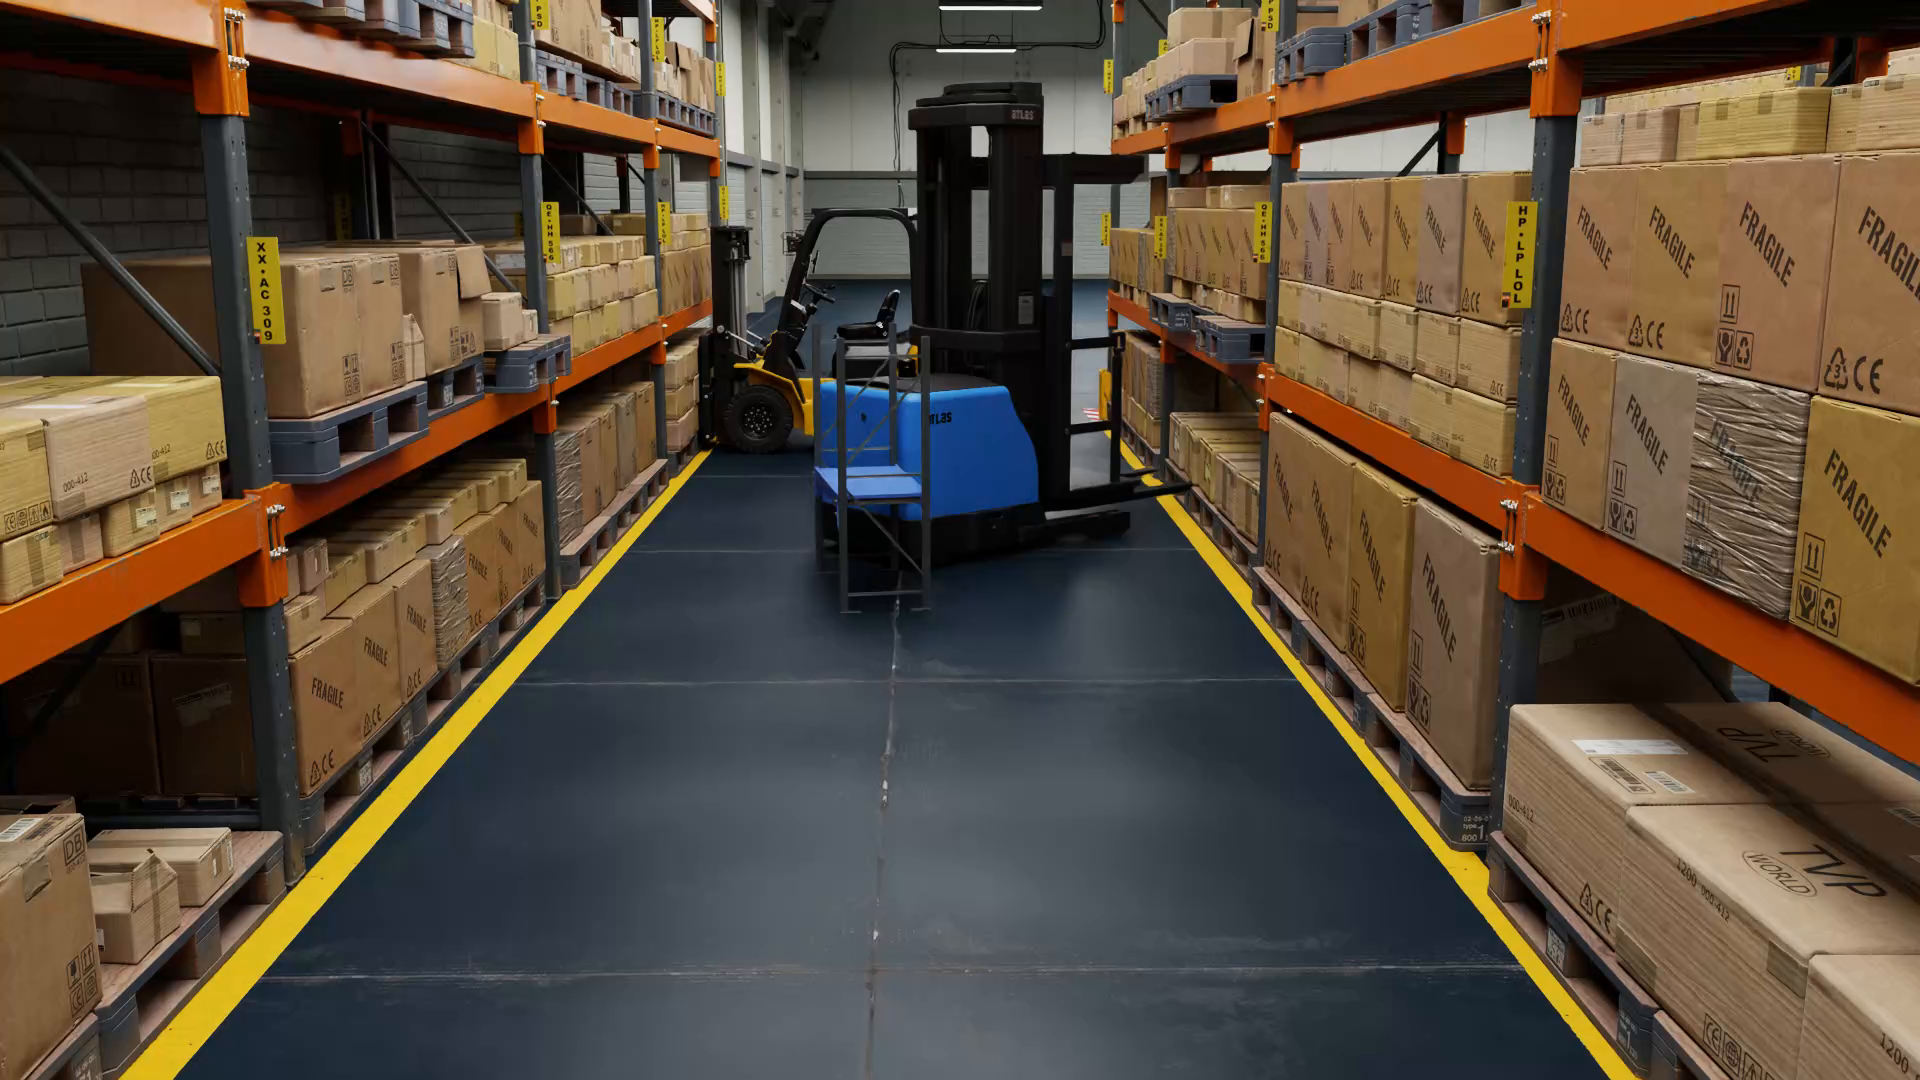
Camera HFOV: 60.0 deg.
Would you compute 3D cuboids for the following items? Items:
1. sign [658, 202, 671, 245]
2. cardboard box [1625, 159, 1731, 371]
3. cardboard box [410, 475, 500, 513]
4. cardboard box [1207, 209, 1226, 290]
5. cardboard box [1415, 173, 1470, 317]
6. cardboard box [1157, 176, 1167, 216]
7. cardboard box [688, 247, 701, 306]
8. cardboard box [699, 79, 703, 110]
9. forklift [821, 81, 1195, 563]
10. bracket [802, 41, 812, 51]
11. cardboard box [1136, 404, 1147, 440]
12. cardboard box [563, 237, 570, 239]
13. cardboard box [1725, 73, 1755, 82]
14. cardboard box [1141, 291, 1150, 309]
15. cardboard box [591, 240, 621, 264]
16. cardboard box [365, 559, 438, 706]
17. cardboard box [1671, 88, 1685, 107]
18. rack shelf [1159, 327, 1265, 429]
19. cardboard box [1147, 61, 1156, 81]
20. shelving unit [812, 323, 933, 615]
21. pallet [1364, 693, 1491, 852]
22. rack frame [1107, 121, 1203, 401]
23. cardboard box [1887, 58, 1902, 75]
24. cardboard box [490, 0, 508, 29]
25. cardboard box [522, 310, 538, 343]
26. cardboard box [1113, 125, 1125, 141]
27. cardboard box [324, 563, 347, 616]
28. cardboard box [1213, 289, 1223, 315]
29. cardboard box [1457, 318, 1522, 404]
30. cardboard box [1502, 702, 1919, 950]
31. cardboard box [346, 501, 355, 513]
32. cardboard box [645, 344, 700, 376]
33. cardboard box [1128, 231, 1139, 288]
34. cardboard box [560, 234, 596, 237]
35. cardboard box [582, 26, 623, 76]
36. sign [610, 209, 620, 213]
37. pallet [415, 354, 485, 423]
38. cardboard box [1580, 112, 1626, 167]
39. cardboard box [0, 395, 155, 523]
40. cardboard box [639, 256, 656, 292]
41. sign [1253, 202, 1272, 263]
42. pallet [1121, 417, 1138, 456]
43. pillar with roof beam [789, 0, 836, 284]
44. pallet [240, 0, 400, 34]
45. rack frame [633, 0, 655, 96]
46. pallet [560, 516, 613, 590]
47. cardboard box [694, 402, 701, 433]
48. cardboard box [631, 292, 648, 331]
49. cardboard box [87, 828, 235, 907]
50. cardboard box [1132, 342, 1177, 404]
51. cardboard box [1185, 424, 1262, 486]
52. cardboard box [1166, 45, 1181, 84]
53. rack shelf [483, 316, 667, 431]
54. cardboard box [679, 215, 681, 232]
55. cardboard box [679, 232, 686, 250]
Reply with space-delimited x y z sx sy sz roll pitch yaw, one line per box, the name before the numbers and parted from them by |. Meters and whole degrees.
sign | -2.304 -2.462 12.936 0.100 0.325 0.005 0 11 -1
cardboard box | 2.054 -0.703 4.213 0.500 0.500 0.500 0 11 -2
cardboard box | -2.502 -0.229 8.241 0.380 0.149 0.250 -1 11 -3
cardboard box | 1.878 -1.848 10.567 0.500 0.500 0.500 -1 12 -5
cardboard box | 2.003 -1.089 6.119 0.500 0.500 0.500 0 11 0
cardboard box | 2.266 -3.229 15.915 0.700 0.500 0.500 0 11 -1
cardboard box | -2.622 -2.371 14.953 0.500 0.500 0.500 0 11 -1
cardboard box | -2.603 -4.169 15.551 0.396 0.266 0.258 0 11 -1
forklift | 0.521 -1.514 11.148 3.031 2.935 1.130 -10 15 -39
bracket | -4.072 -13.169 44.283 0.235 0.232 0.430 0 11 -1
cardboard box | 1.814 -1.031 14.454 0.500 0.250 0.500 -1 11 -3
cardboard box | -3.100 -2.172 12.336 0.380 0.149 0.250 -1 11 -3
cardboard box | 6.786 -3.985 13.934 0.500 0.250 0.500 0 11 -1
cardboard box | 1.781 -2.092 14.456 0.380 0.149 0.250 0 11 -2
cardboard box | -2.478 -1.923 11.109 0.380 0.149 0.250 -1 11 -3
cardboard box | -2.493 0.378 6.880 0.500 0.500 0.500 -1 11 -3
cardboard box | 6.699 -4.016 15.092 0.380 0.149 0.250 0 11 -1
rack shelf | 2.158 -1.200 11.239 1.077 0.370 4.000 0 11 -1
cardboard box | 1.757 -3.904 13.842 0.380 0.149 0.250 0 11 1
shelving unit | -0.516 -0.441 9.462 0.538 1.500 1.048 -2 12 -12
pallet | 2.190 0.854 6.320 1.003 0.211 1.213 0 11 -1
rack frame | 2.034 -2.745 17.046 1.000 3.000 0.127 0 11 -1
cardboard box | 6.837 -3.385 11.980 0.250 0.149 0.380 0 11 -1
cardboard box | -2.515 -2.656 8.438 0.380 0.149 0.250 0 11 0
cardboard box | -2.366 -1.088 8.451 0.380 0.149 0.250 0 11 0
cardboard box | 1.716 -4.025 16.442 0.380 0.149 0.250 0 11 -1
cardboard box | -2.522 0.185 6.205 0.380 0.149 0.250 -1 11 -4
cardboard box | 1.812 -1.509 10.531 0.380 0.149 0.250 0 11 0
cardboard box | 2.030 -0.618 5.681 0.500 0.250 0.500 0 11 -1
cardboard box | 2.187 0.815 4.884 0.875 0.438 0.875 0 11 -2
cardboard box | -3.034 -0.119 7.703 0.380 0.149 0.250 0 11 -2
cardboard box | -2.565 -1.575 14.624 0.500 0.250 0.500 0 11 1
cardboard box | 1.811 -2.539 15.032 0.500 0.500 0.500 0 11 -2
cardboard box | -3.110 -2.359 13.258 0.380 0.149 0.250 0 11 -1
cardboard box | -2.572 -3.315 11.226 0.500 0.311 0.500 -1 11 -3
sign | -3.484 -3.186 16.843 0.100 0.325 0.005 0 11 -1
pallet | -2.719 -0.653 7.217 1.003 0.211 1.213 0 11 -1
cardboard box | 2.029 -1.153 4.800 0.380 0.149 0.250 0 11 -2
cardboard box | -2.401 -0.211 4.185 0.500 0.250 0.500 0 11 -1
cardboard box | -2.580 -2.004 12.512 0.500 0.250 0.500 0 11 -2
sign | 1.657 -1.680 9.080 0.100 0.325 0.005 0 11 -1
pallet | 2.039 -0.960 15.260 1.003 0.211 1.213 0 11 -1
pillar with roof beam | -0.131 -11.503 45.127 9.100 9.000 0.548 0 11 -1
pallet | -2.624 -1.847 5.545 1.213 0.211 1.003 0 11 -1
rack frame | -2.846 -4.869 12.427 1.000 3.000 0.127 0 11 -1
pallet | -2.741 0.069 10.188 1.003 0.211 1.213 0 11 -1
cardboard box | -2.577 -1.088 14.736 0.500 0.250 0.500 0 11 0
cardboard box | -2.558 -1.656 12.057 0.500 0.250 0.500 0 11 -1
cardboard box | -2.376 0.962 4.886 0.380 0.149 0.250 -1 11 -3
cardboard box | 1.812 -1.495 14.857 0.500 0.500 0.500 0 11 2
cardboard box | 2.148 -0.621 12.128 0.950 0.372 0.625 0 11 2
cardboard box | 1.739 -3.334 11.725 0.500 0.250 0.500 0 11 -2
rack shelf | -2.805 -1.179 11.135 1.077 0.370 4.000 0 11 -1
cardboard box | -2.601 -2.712 14.250 0.380 0.149 0.250 0 11 -2
cardboard box | -2.565 -2.565 14.275 0.380 0.149 0.250 0 11 -2
